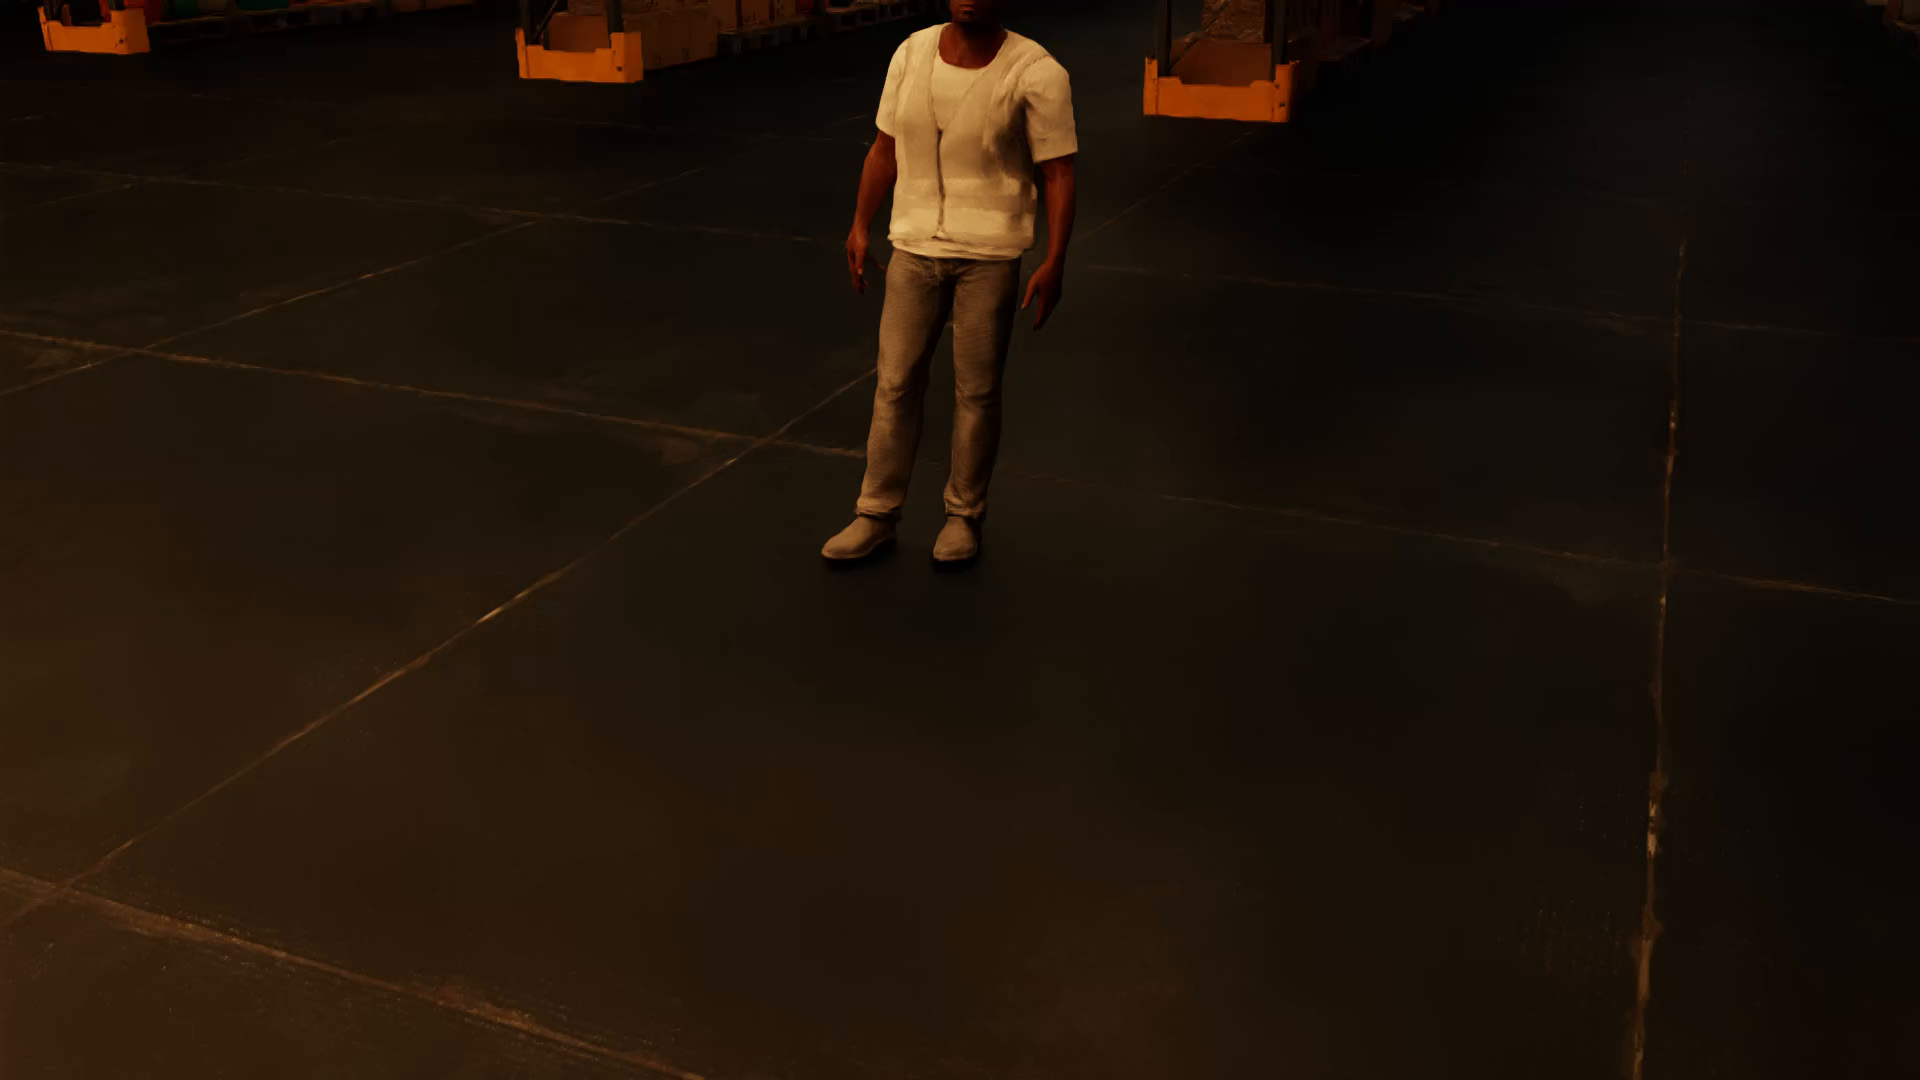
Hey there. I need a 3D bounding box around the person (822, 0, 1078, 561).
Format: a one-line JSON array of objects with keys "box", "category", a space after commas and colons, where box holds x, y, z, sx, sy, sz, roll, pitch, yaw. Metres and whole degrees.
[{"box": [-0.032, -0.797, 4.692, 0.665, 1.766, 0.576, 9, 24, 21], "category": "person"}]
